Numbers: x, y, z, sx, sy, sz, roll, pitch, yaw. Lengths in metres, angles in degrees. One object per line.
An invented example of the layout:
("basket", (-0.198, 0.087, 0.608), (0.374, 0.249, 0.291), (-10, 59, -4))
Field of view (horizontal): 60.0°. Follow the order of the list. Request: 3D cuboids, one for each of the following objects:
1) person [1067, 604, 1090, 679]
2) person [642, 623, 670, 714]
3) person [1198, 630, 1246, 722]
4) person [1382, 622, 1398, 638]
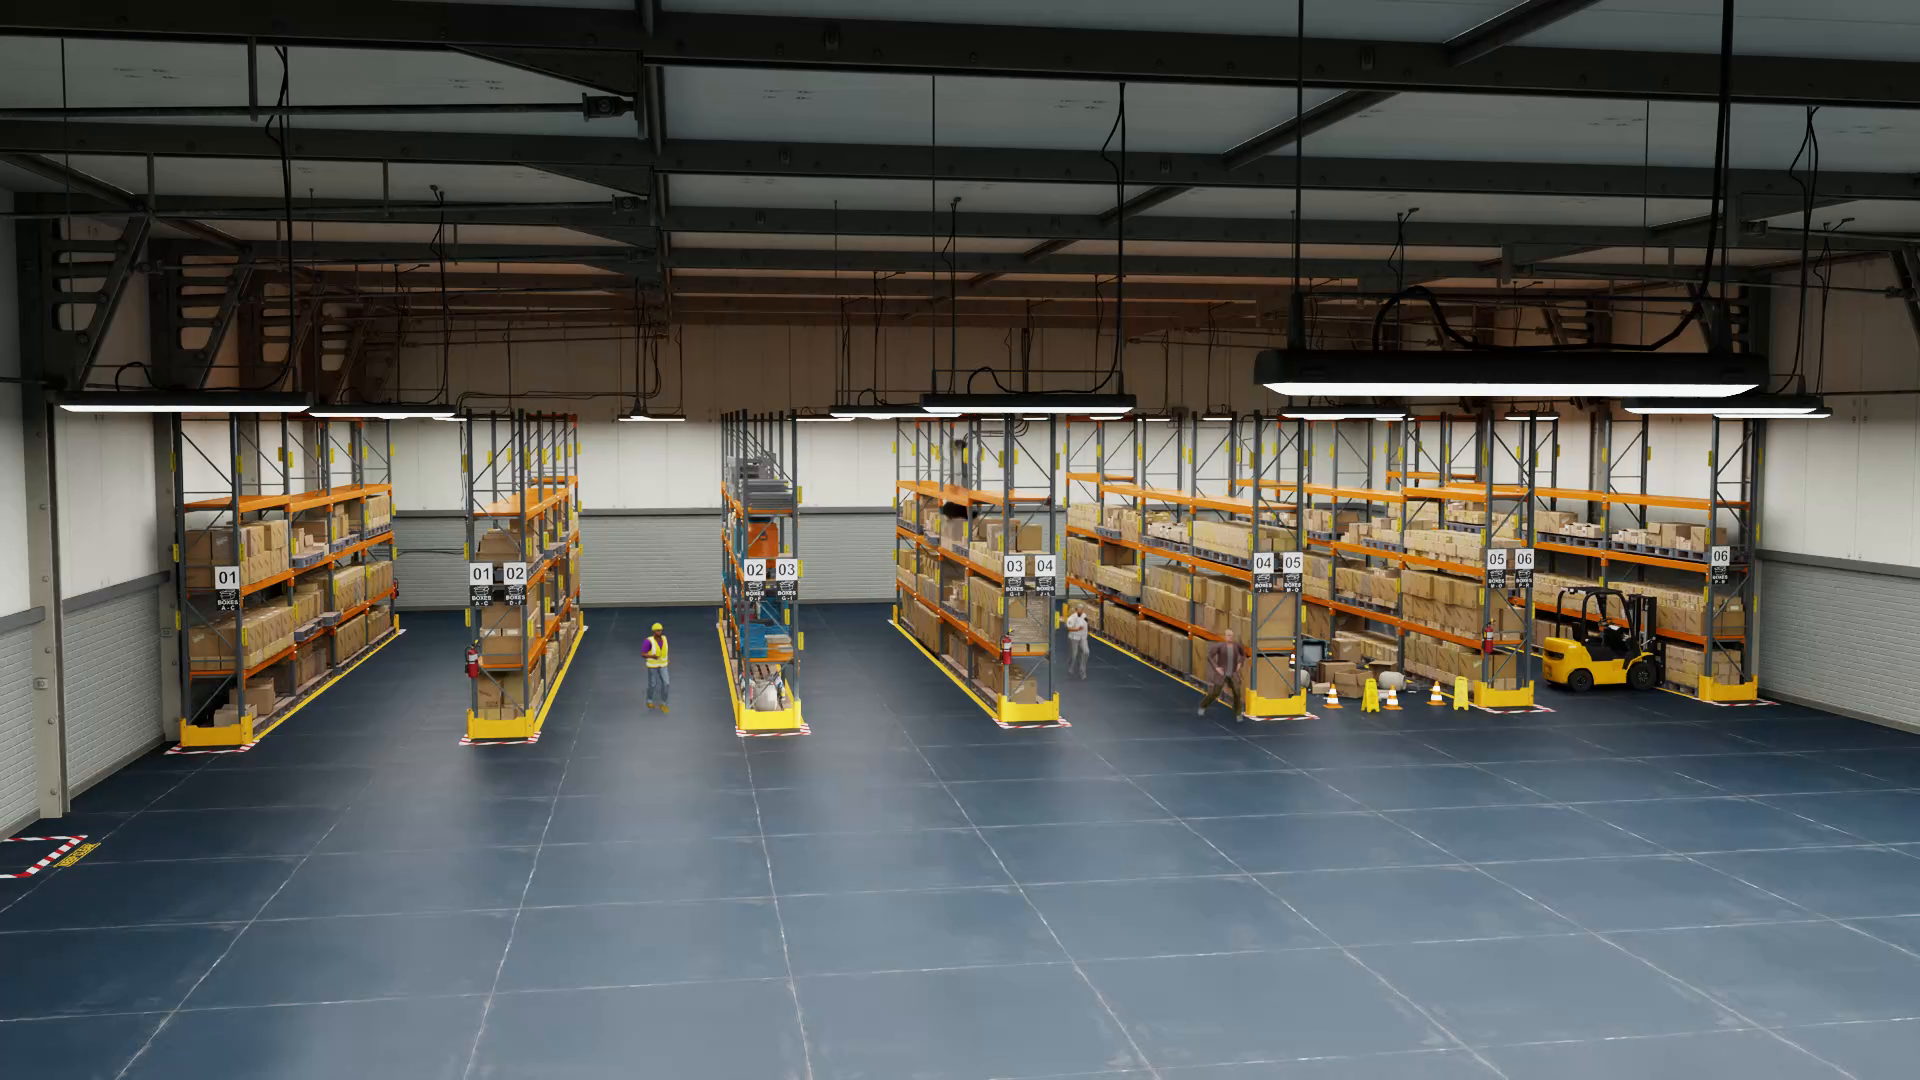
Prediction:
("person", (2.652, 2.282, 37.653), (0.627, 1.706, 0.830), (-2, 4, -22))
("person", (-6.024, 2.544, 33.015), (0.628, 1.812, 0.827), (-2, 5, -28))
("person", (5.127, 2.629, 32.240), (0.933, 1.765, 0.822), (-1, 4, -14))
("person", (11.191, 1.856, 43.006), (0.638, 1.831, 0.766), (-1, 4, -8))
